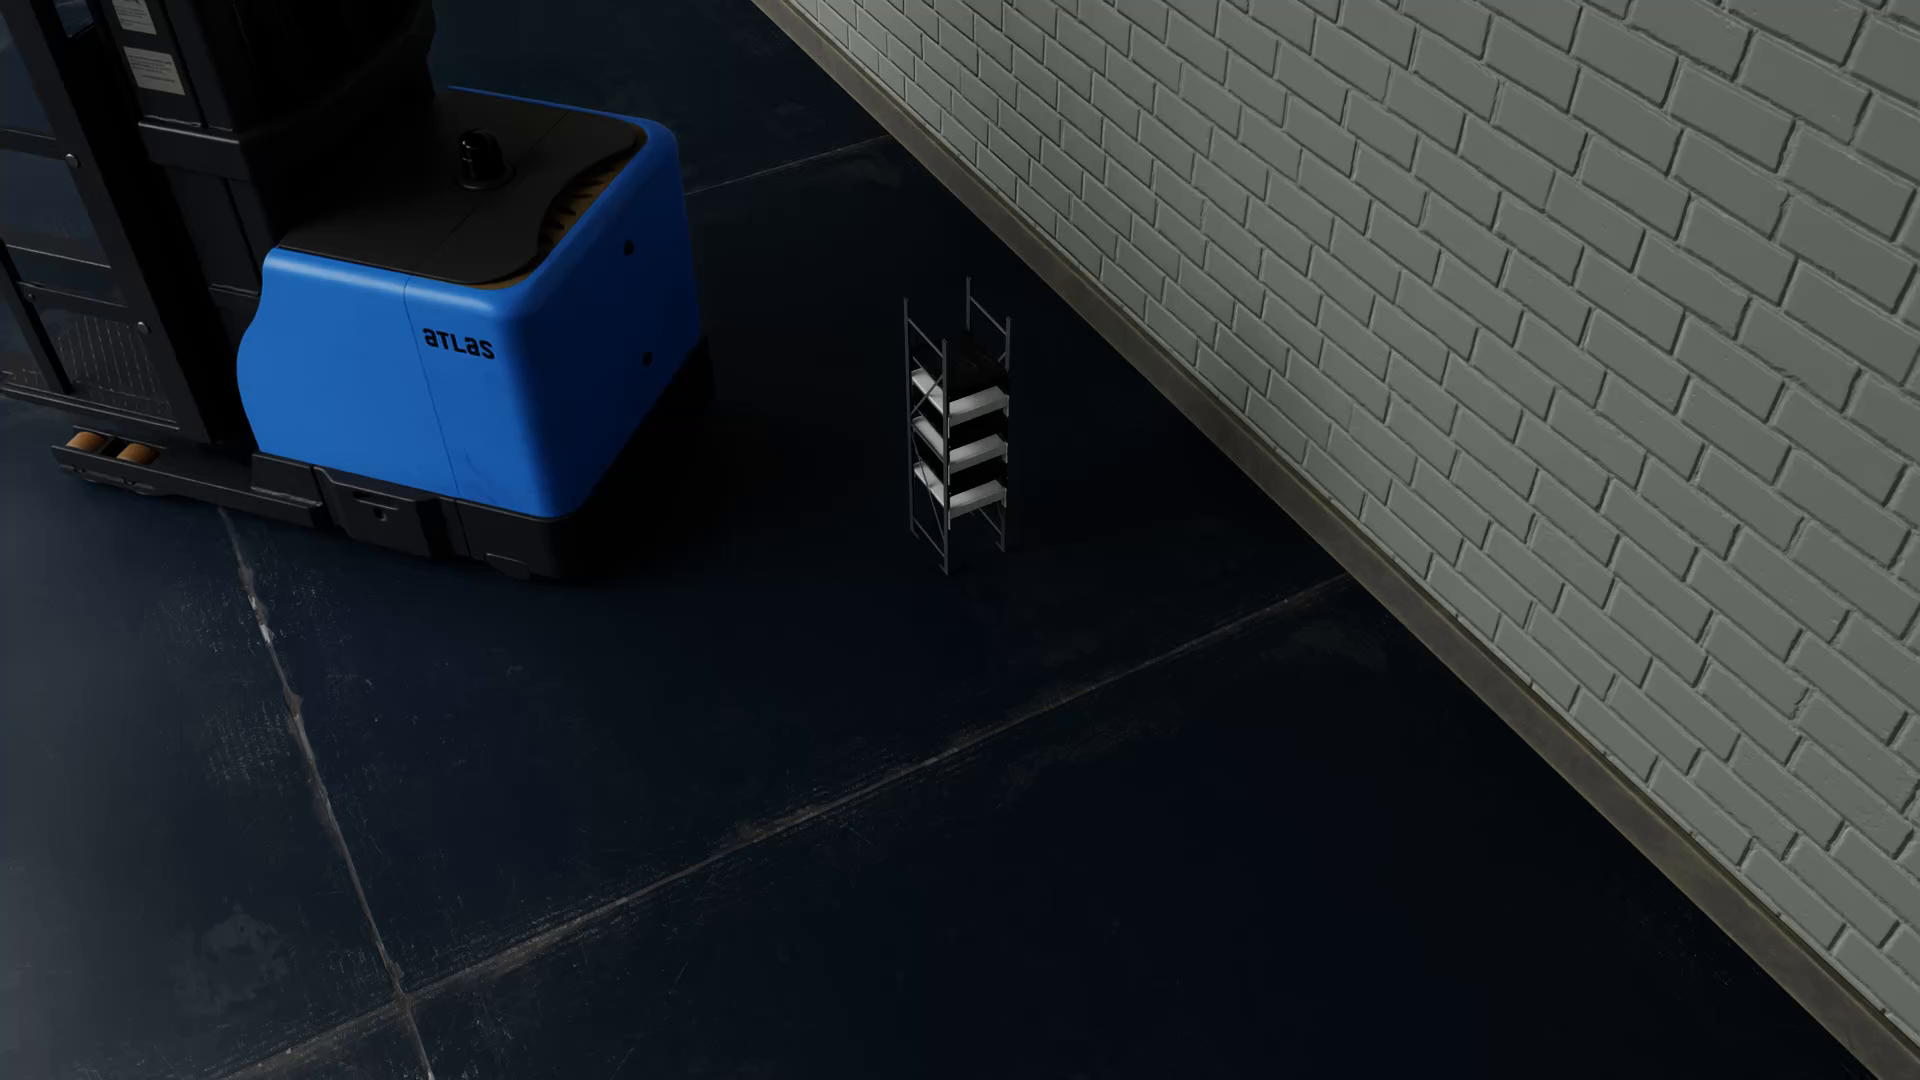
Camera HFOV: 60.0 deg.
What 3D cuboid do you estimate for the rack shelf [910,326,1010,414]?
[{"bbox_3d":[-0.007,-0.490,4.769,0.200,0.077,0.258,-22,48,-21],"label":"rack shelf"}]

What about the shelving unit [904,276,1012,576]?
[{"bbox_3d":[-0.007,-0.320,4.934,0.210,0.900,0.258,-22,48,-21],"label":"shelving unit"}]

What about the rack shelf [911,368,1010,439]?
[{"bbox_3d":[-0.007,-0.425,4.832,0.200,0.077,0.258,-22,48,-21],"label":"rack shelf"}]

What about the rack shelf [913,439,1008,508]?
[{"bbox_3d":[-0.007,-0.232,5.020,0.200,0.077,0.258,-22,48,-21],"label":"rack shelf"}]

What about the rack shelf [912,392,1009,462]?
[{"bbox_3d":[-0.007,-0.361,4.894,0.200,0.077,0.258,-22,48,-21],"label":"rack shelf"}]

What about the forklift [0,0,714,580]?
[{"bbox_3d":[-2.413,-1.534,4.727,3.031,2.935,1.130,13,46,13],"label":"forklift"}]

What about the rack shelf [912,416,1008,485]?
[{"bbox_3d":[-0.007,-0.296,4.957,0.200,0.077,0.258,-22,48,-21],"label":"rack shelf"}]

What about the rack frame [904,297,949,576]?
[{"bbox_3d":[-0.095,-0.285,4.897,0.006,0.900,0.240,-22,48,-21],"label":"rack frame"}]

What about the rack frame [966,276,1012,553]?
[{"bbox_3d":[0.081,-0.355,4.970,0.006,0.900,0.240,-22,48,-21],"label":"rack frame"}]

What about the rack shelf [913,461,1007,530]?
[{"bbox_3d":[-0.007,-0.167,5.082,0.200,0.077,0.258,-22,48,-21],"label":"rack shelf"}]
